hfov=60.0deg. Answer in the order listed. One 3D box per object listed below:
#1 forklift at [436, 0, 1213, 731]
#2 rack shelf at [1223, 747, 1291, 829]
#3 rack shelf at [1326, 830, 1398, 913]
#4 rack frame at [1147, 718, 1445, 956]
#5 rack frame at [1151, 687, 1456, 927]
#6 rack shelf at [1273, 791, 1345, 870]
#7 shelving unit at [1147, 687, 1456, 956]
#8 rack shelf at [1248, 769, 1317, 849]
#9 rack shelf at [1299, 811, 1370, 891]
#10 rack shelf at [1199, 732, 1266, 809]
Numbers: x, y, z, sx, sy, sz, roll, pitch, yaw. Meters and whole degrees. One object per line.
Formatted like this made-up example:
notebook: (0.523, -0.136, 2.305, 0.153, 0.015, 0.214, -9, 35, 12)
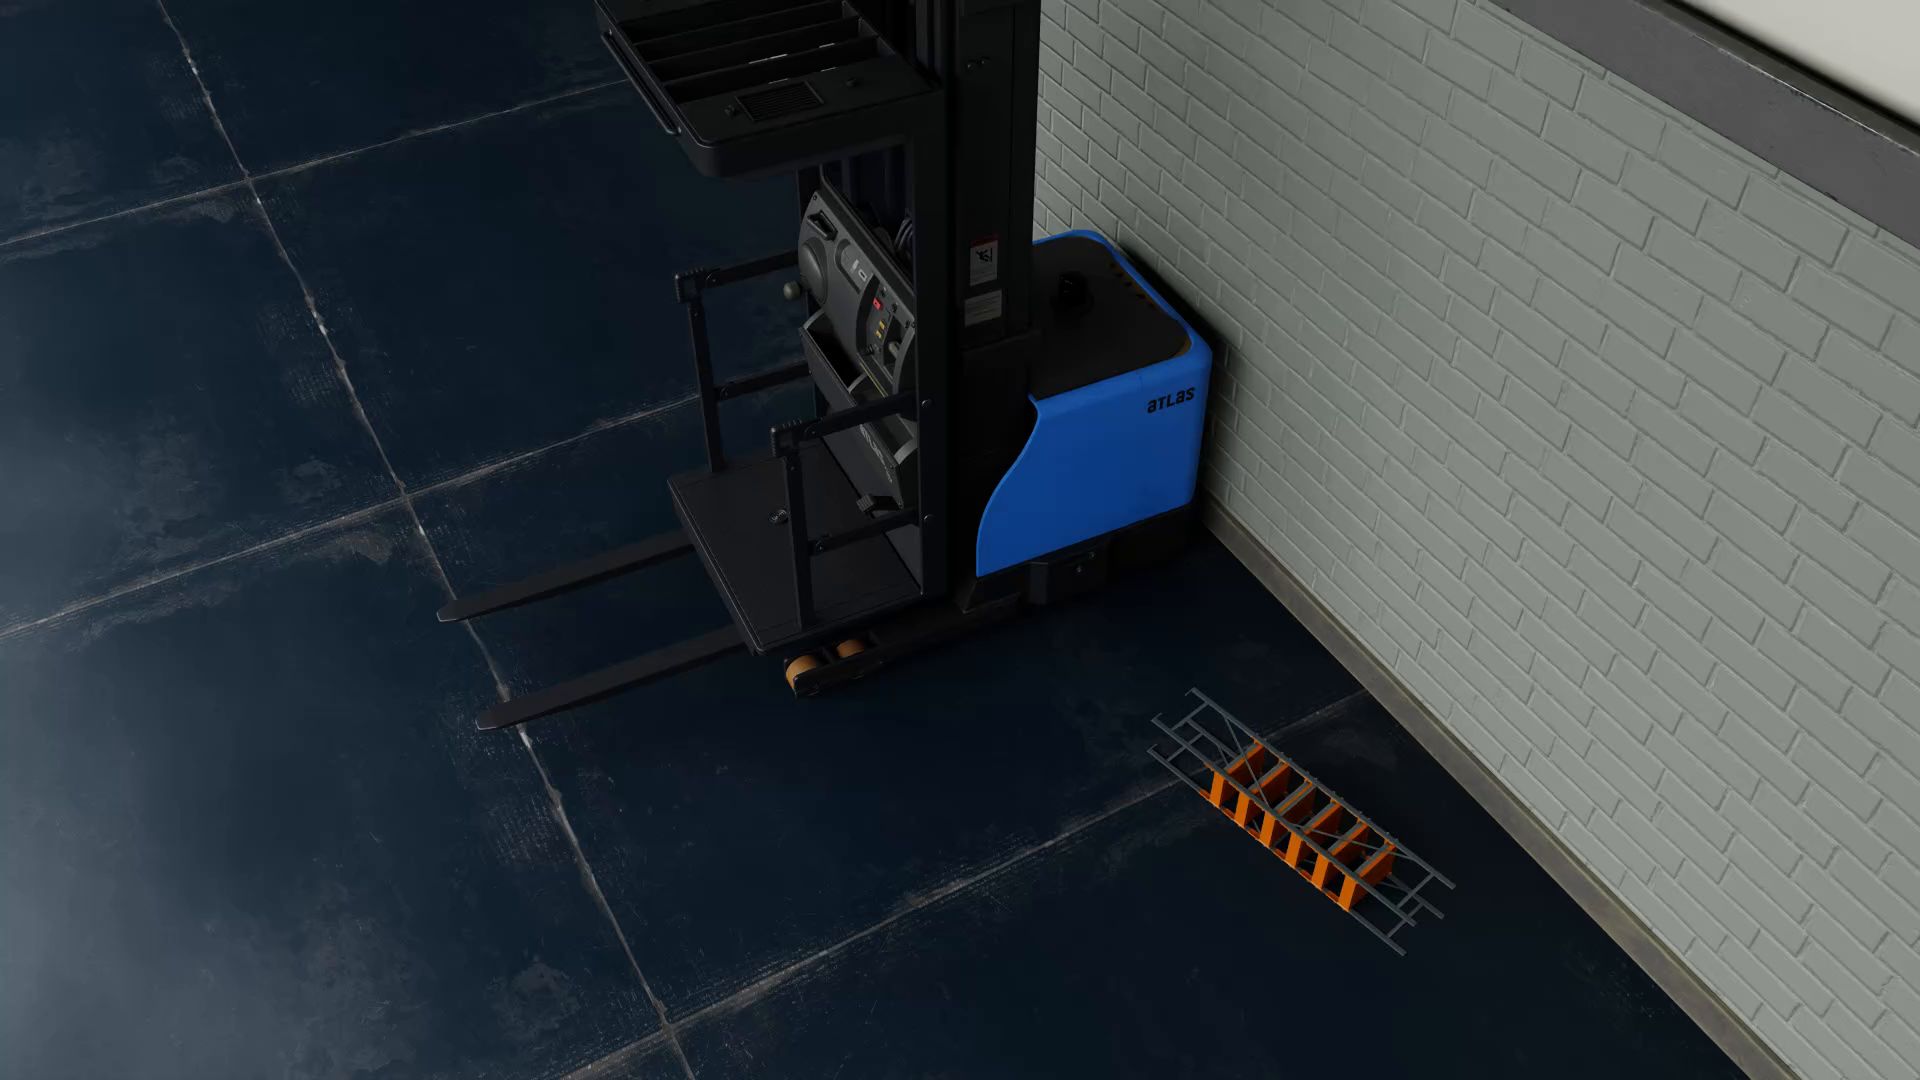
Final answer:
forklift: (-0.562, -0.861, 5.962, 3.031, 2.935, 1.130, -19, 47, -18)
rack shelf: (1.096, 0.909, 6.101, 0.258, 0.180, 0.103, -32, 53, -29)
rack shelf: (1.419, 1.158, 5.848, 0.258, 0.180, 0.103, -32, 53, -29)
rack frame: (1.206, 1.059, 6.078, 0.240, 0.006, 1.200, -32, 53, -29)
rack frame: (1.207, 0.929, 5.950, 0.240, 0.006, 1.200, -32, 53, -29)
rack shelf: (1.257, 1.033, 5.975, 0.258, 0.180, 0.103, -32, 53, -29)
shelving unit: (1.206, 0.994, 6.014, 0.258, 0.189, 1.200, -32, 53, -29)
rack shelf: (1.177, 0.971, 6.038, 0.258, 0.180, 0.103, -32, 53, -29)
rack shelf: (1.338, 1.096, 5.911, 0.258, 0.180, 0.103, -32, 53, -29)
rack shelf: (1.015, 0.846, 6.164, 0.258, 0.180, 0.103, -32, 53, -29)
